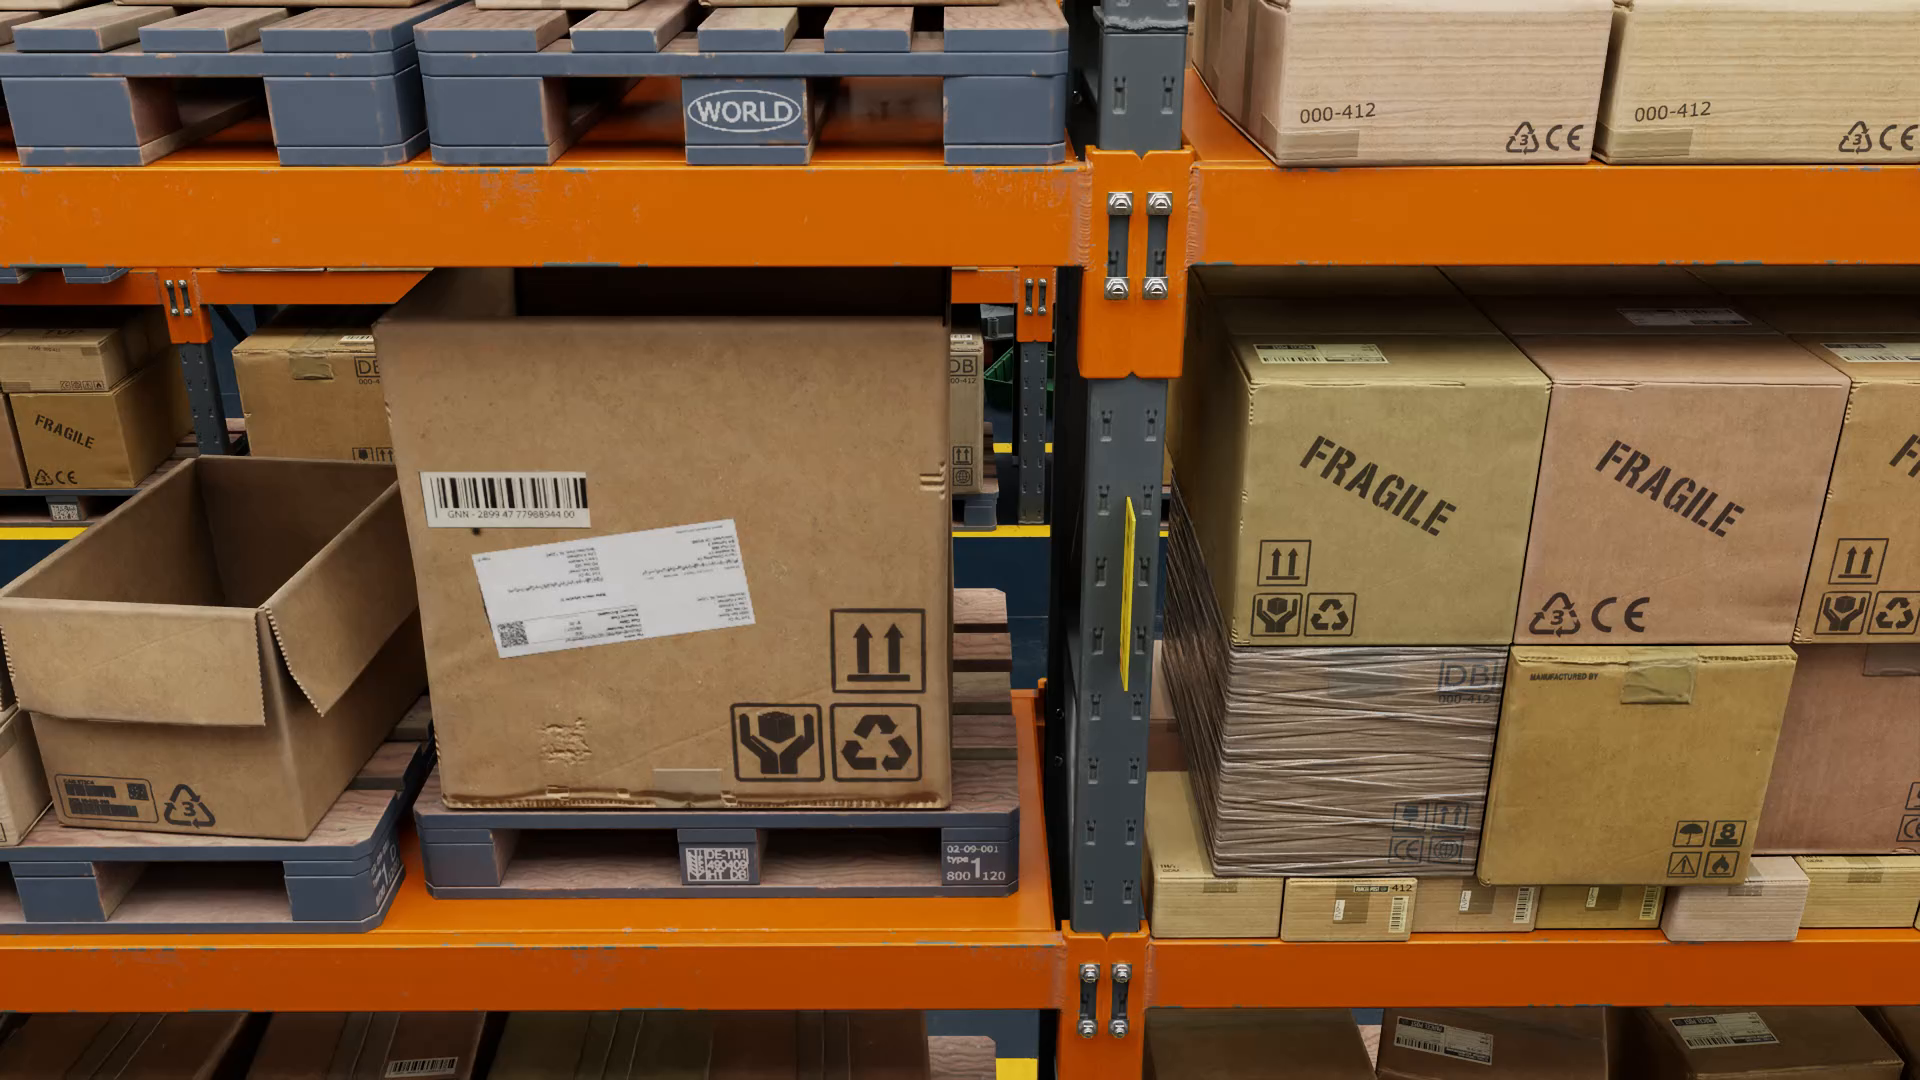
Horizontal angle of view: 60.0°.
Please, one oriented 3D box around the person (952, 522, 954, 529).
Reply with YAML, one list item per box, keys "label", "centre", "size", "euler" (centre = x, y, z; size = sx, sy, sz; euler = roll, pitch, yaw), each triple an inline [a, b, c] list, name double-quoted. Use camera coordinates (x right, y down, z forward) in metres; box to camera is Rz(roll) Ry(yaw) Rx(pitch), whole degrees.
- label: "person"
  centre: [-0.311, -0.351, 6.866]
  size: [0.694, 1.645, 0.570]
  euler: [10, 26, 22]
